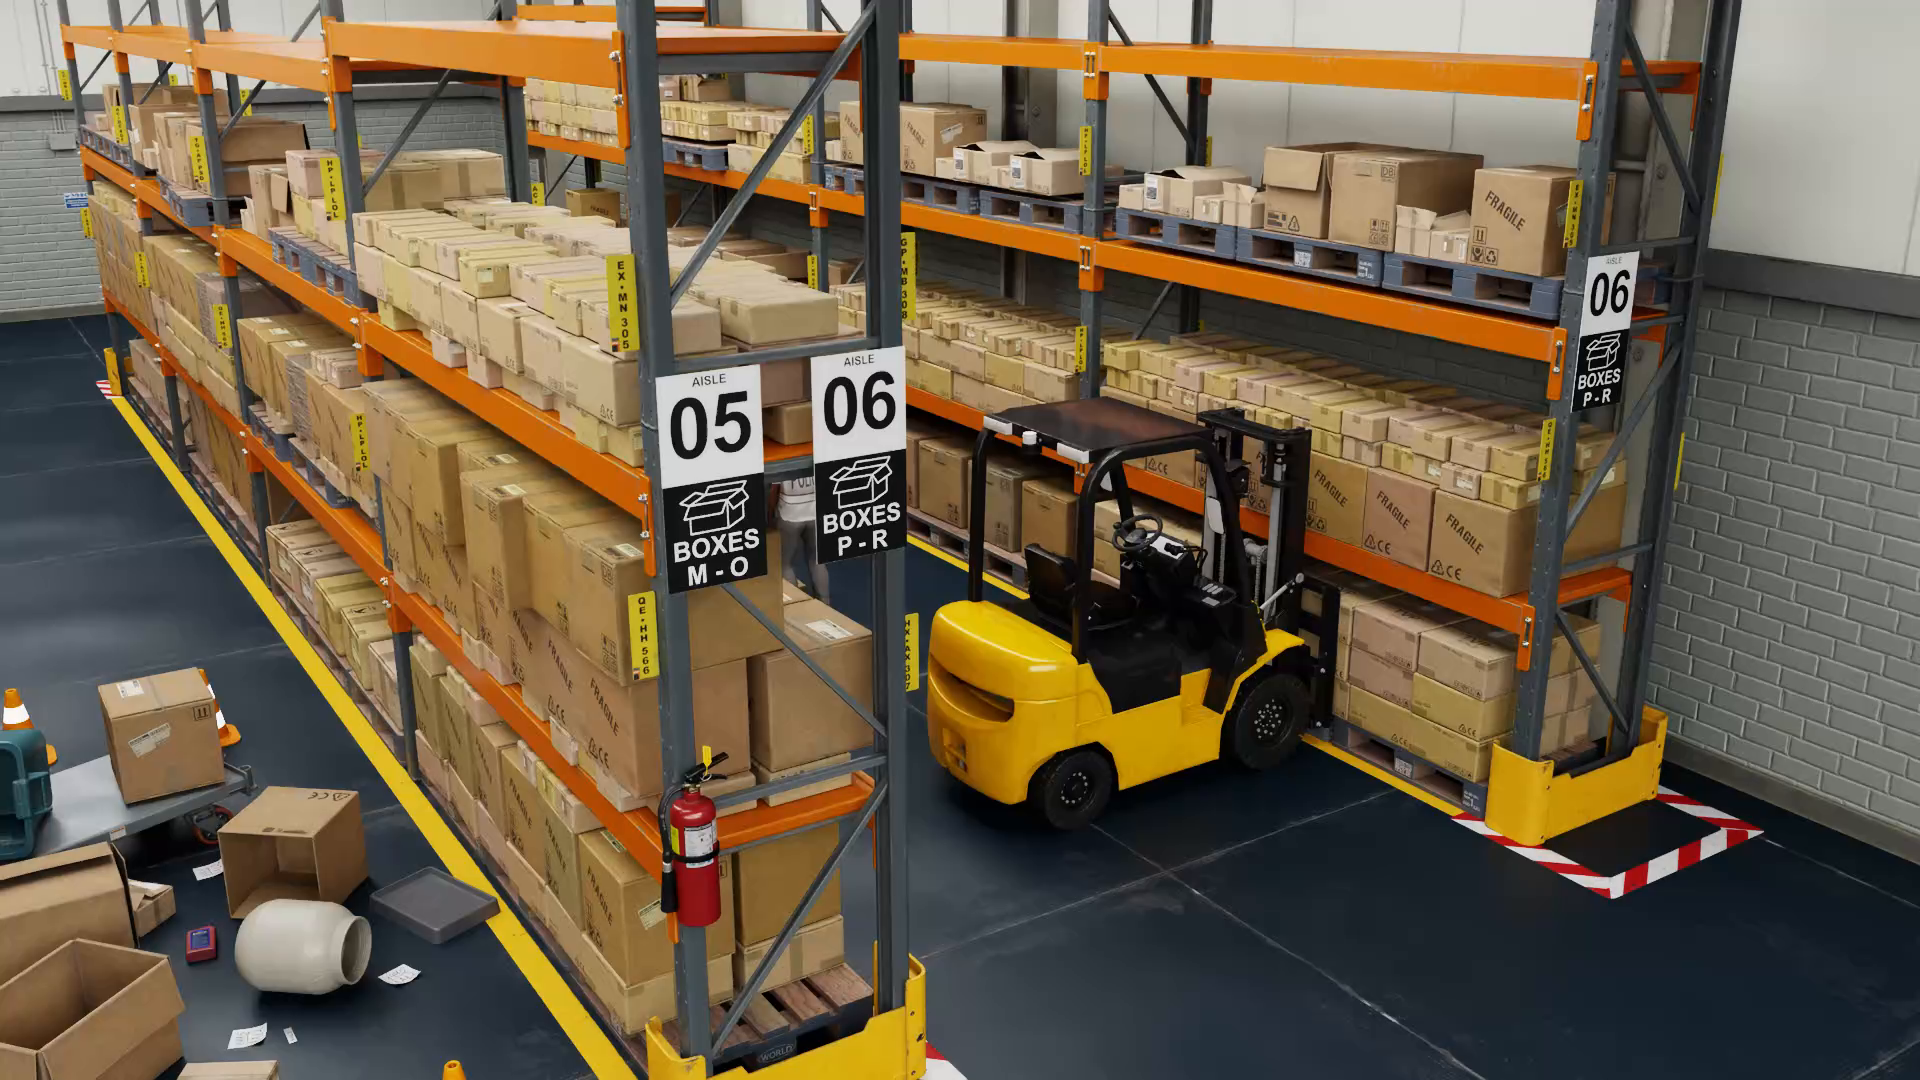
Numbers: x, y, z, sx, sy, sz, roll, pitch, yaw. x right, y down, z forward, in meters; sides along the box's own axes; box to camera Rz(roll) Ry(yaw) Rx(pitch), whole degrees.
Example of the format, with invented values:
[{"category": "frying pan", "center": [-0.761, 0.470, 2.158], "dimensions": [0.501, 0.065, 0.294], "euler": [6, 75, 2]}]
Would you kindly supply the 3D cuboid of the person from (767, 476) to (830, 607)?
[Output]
[{"category": "person", "center": [-1.178, -0.169, 12.070], "dimensions": [0.507, 1.659, 0.415], "euler": [-12, 21, -31]}]
